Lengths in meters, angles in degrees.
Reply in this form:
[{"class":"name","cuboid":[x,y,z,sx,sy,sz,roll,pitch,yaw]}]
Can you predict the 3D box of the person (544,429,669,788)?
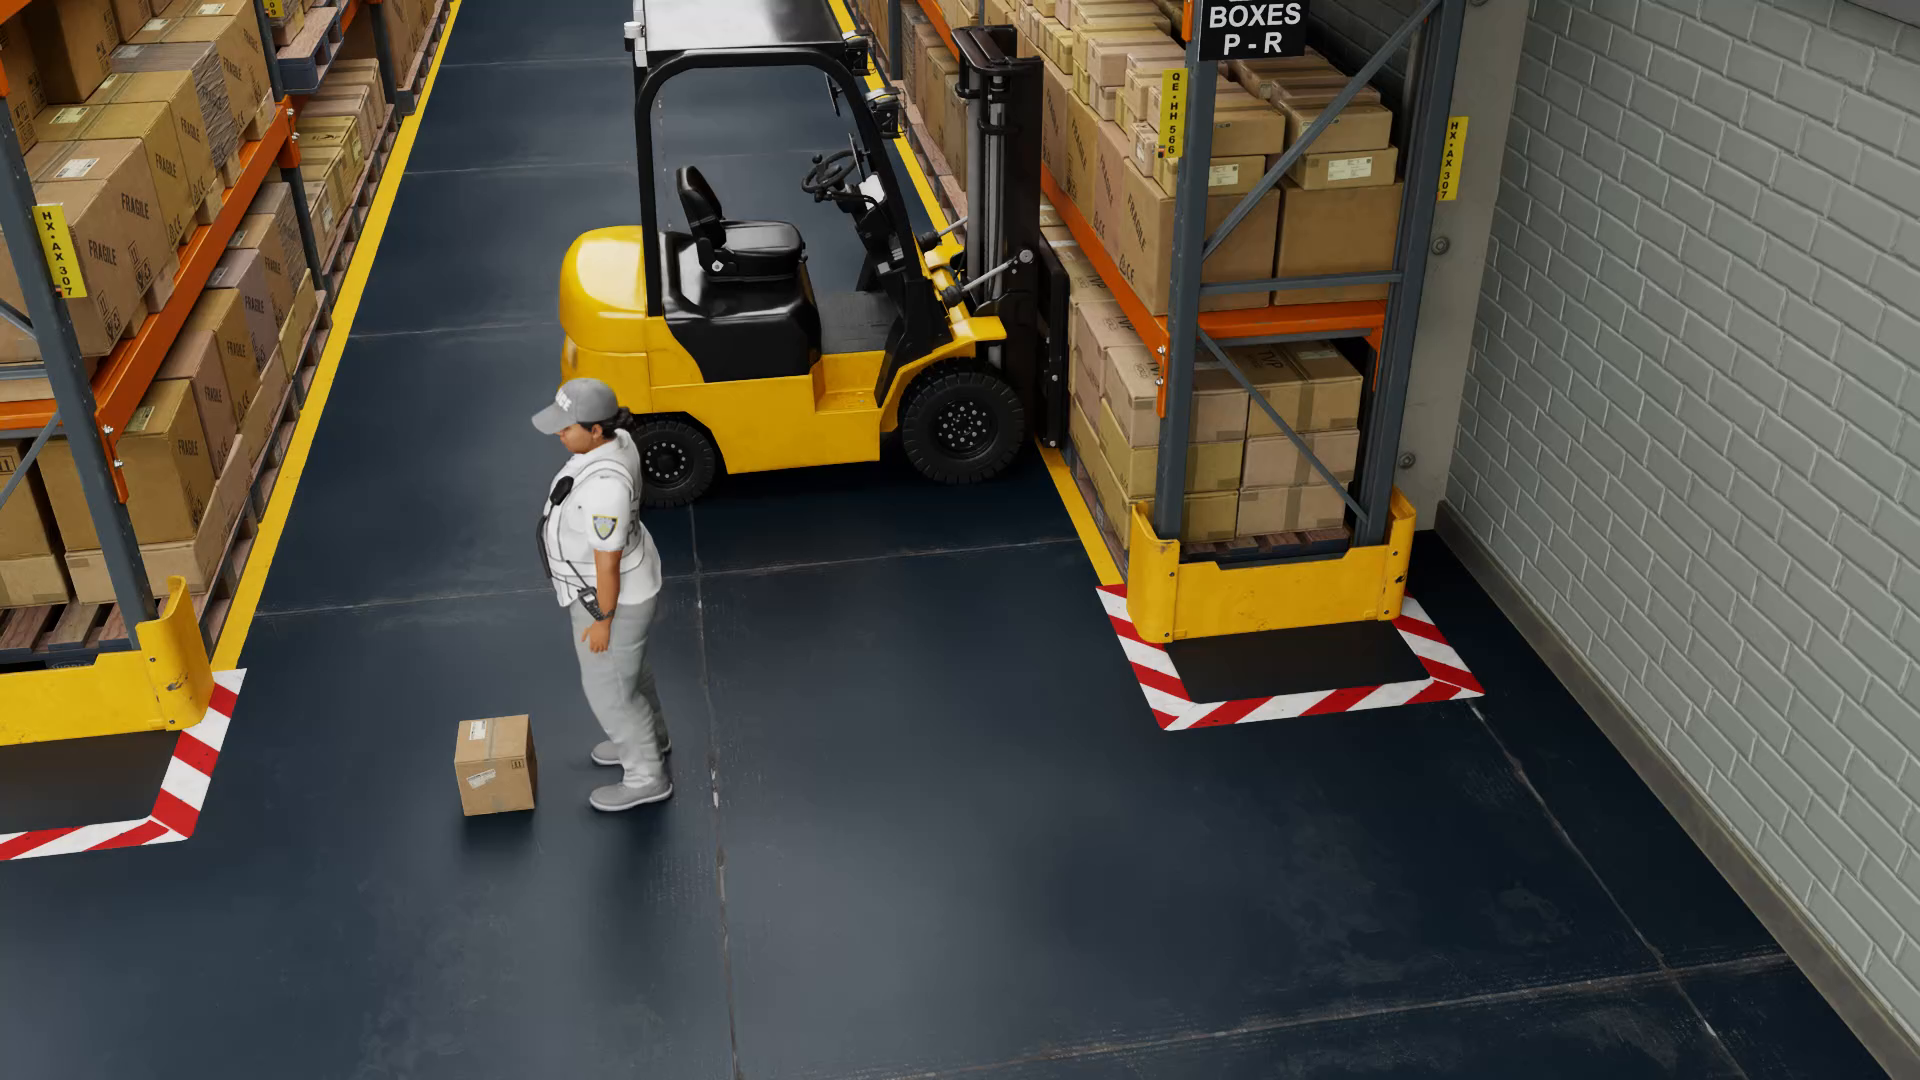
[{"class":"person","cuboid":[-1.233,0.250,5.879,0.380,1.354,0.425,-5,31,-8]}]
